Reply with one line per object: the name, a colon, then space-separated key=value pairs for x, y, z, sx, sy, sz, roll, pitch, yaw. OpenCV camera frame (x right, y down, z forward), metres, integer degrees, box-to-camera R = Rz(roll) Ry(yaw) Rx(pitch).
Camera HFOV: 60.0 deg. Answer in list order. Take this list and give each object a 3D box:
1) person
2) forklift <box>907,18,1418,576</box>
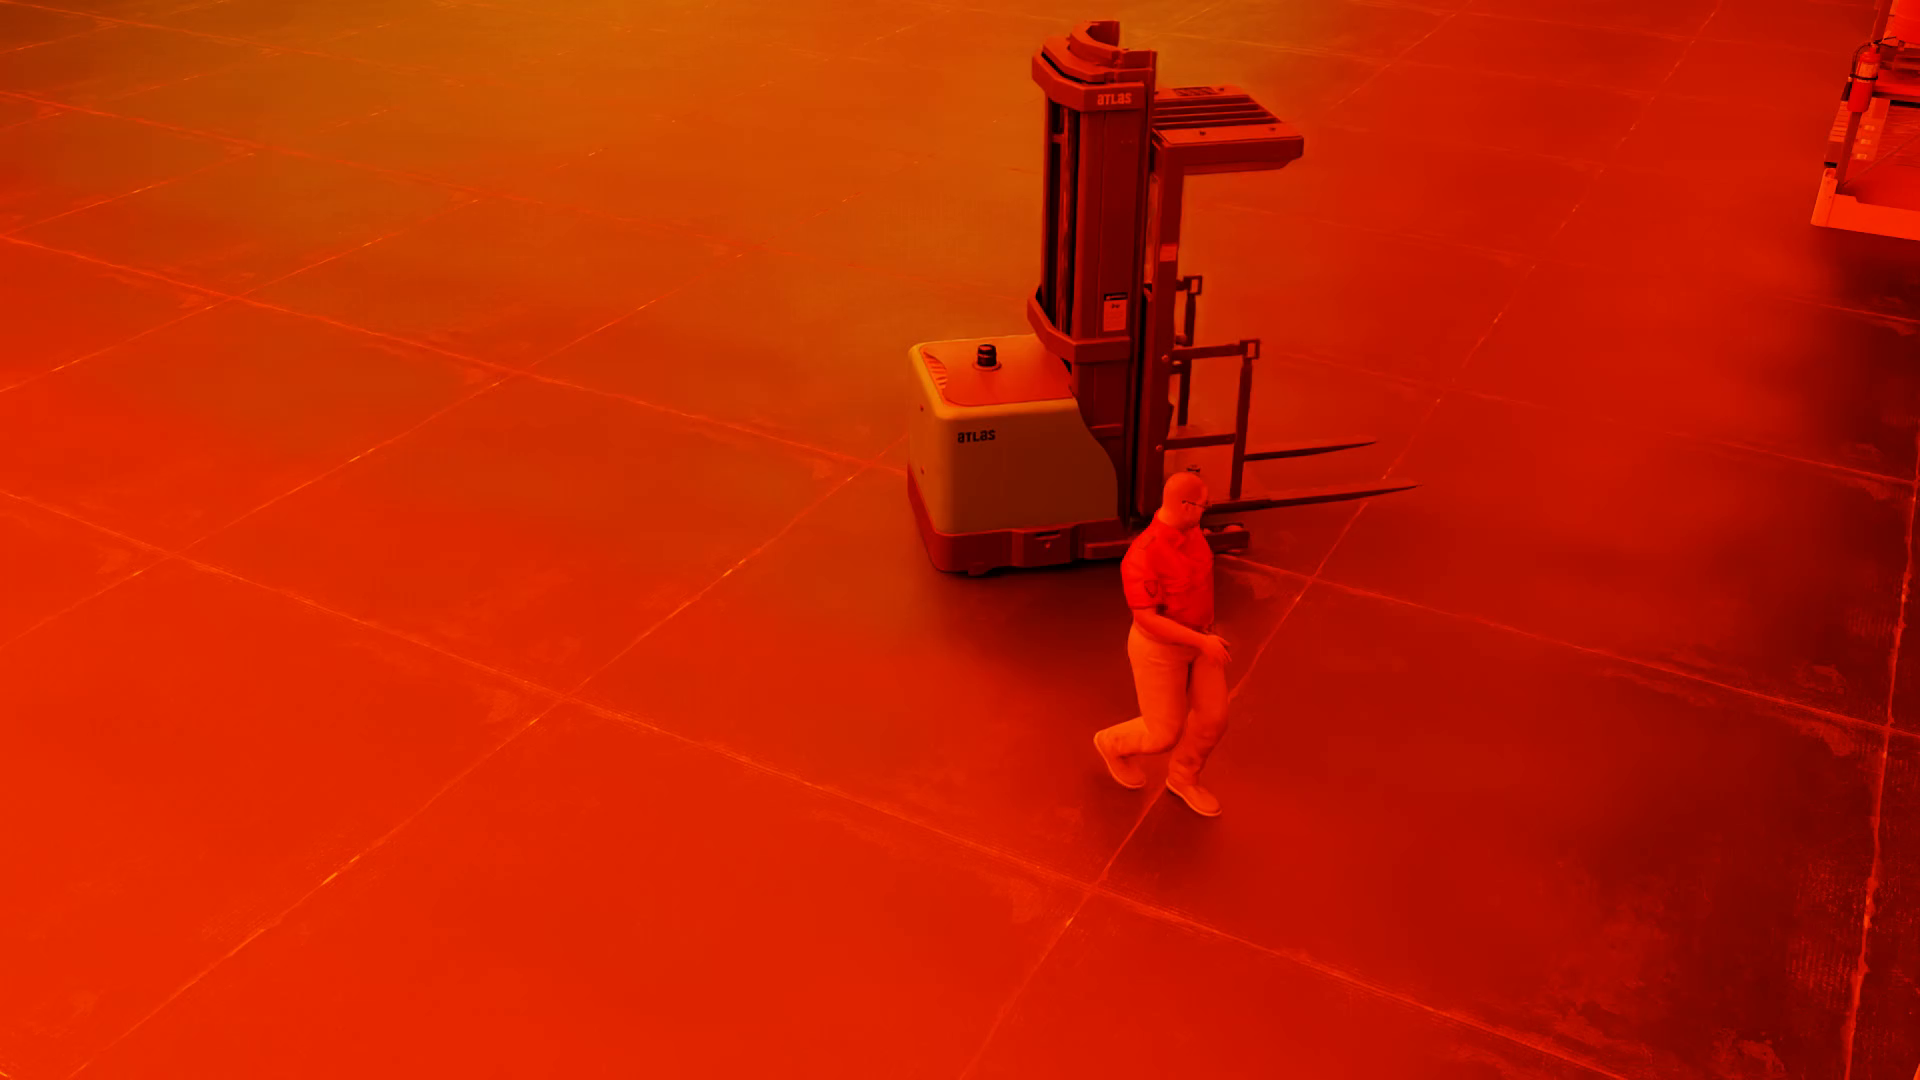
person: x=1.000 y=0.459 z=7.549 sx=0.699 sy=1.673 sz=0.634 roll=-22 pitch=37 yaw=-33
forklift: x=1.247 y=-1.422 z=9.535 sx=3.031 sy=2.935 sz=1.130 roll=-6 pitch=31 yaw=-10
